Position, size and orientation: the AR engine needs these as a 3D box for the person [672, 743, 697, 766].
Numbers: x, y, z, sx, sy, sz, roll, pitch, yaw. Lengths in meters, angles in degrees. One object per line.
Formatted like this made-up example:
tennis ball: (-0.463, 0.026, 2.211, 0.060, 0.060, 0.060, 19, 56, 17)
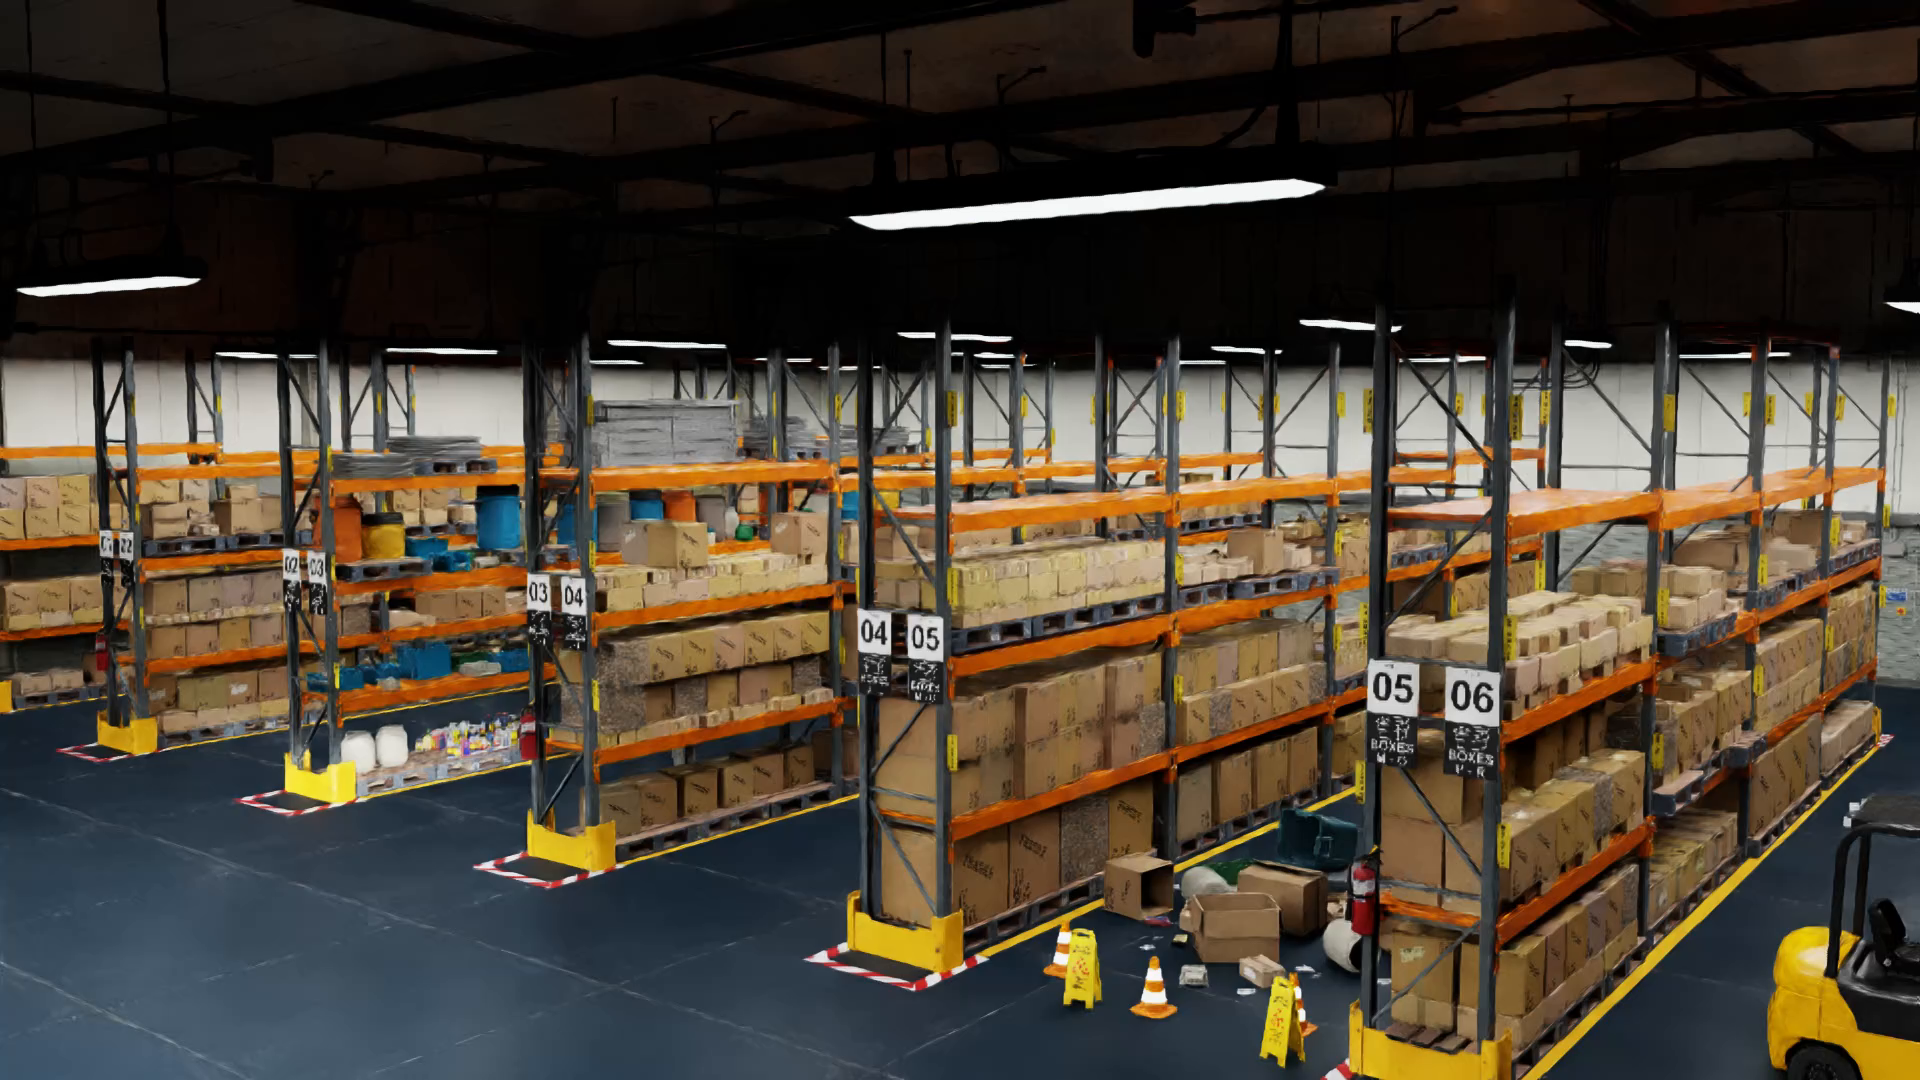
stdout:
person: (-3.618, 2.439, 21.744, 0.577, 1.639, 0.575, -3, 6, -28)
